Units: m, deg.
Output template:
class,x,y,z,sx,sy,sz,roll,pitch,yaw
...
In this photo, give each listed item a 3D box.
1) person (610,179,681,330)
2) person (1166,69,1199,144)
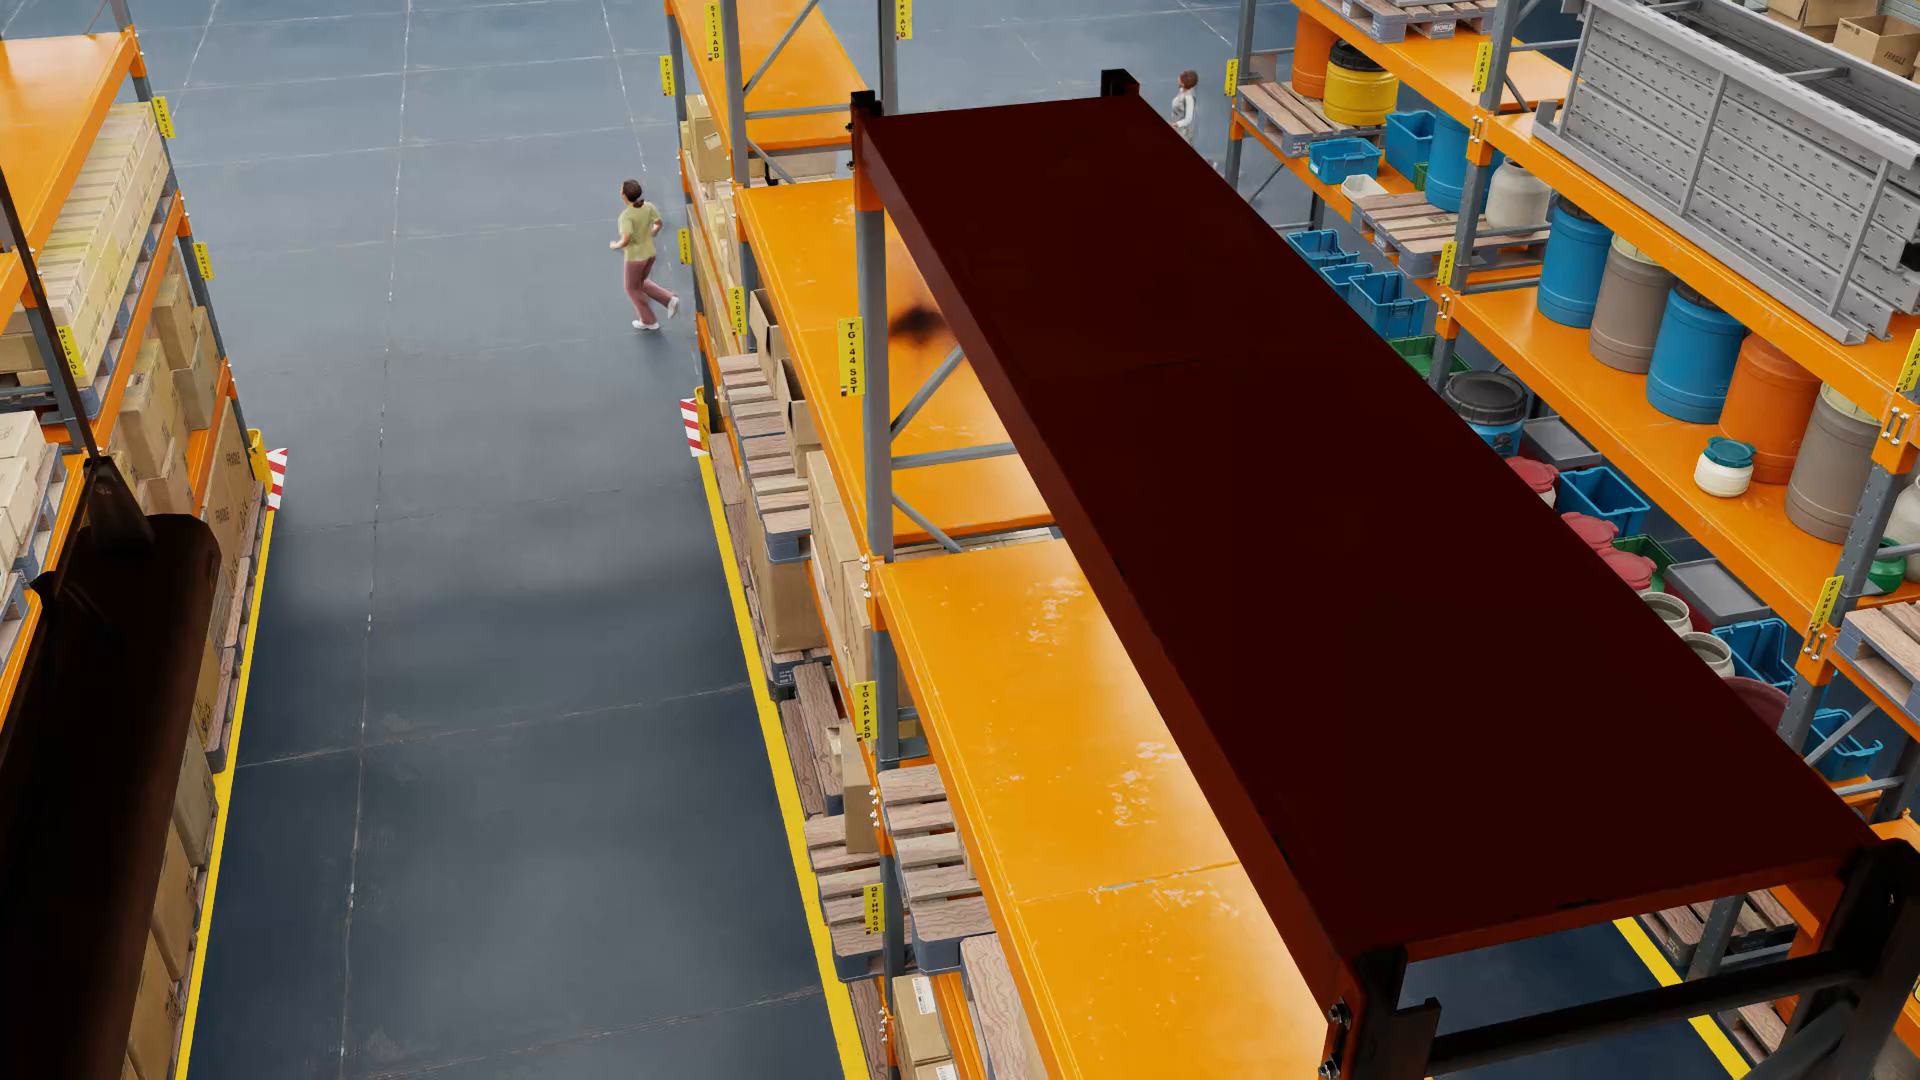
class,x,y,z,sx,sy,sz,roll,pitch,yaw
person,-3.213,-2.848,16.824,0.590,1.640,0.575,16,38,22
person,2.645,-4.839,19.796,0.545,1.559,0.535,1,34,2
